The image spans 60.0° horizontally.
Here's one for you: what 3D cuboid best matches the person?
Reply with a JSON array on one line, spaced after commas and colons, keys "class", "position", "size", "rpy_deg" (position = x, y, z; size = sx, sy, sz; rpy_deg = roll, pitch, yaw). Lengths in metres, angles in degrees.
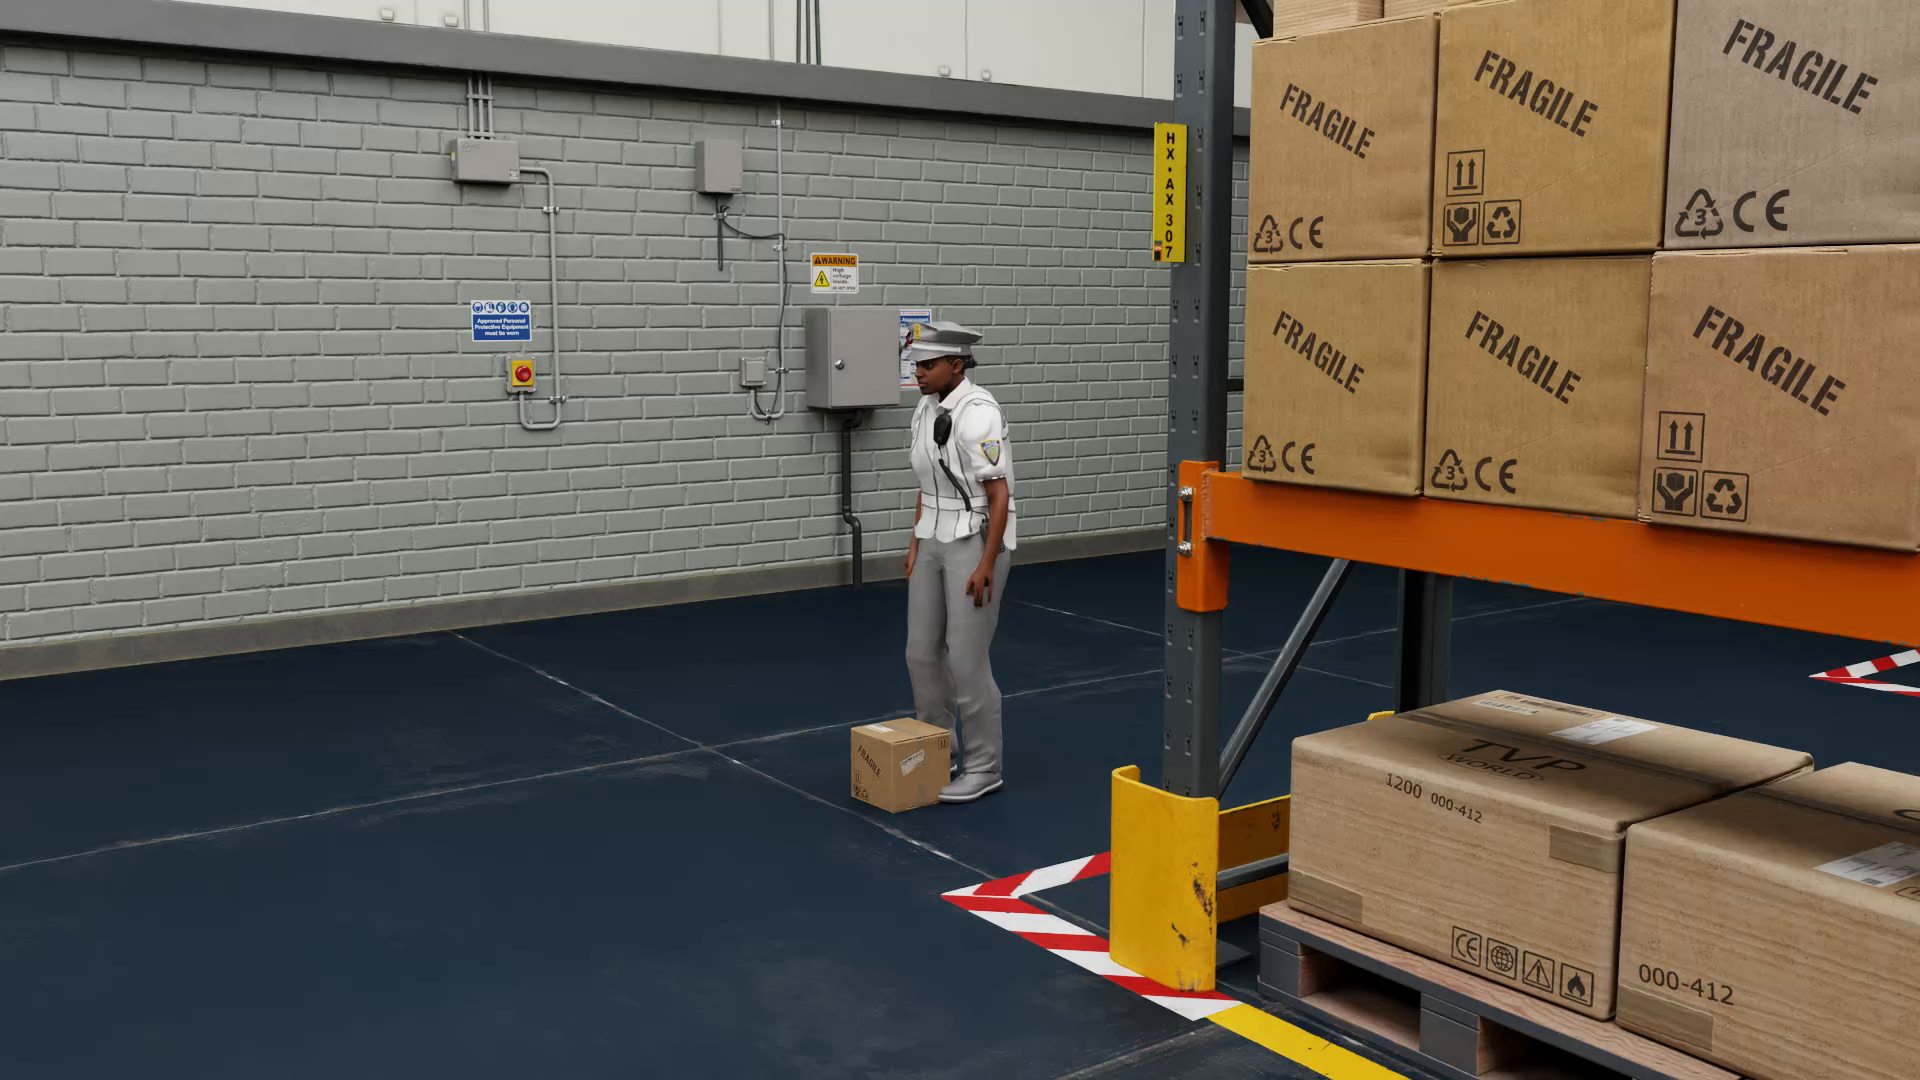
[{"class": "person", "position": [-0.024, 0.064, 5.850], "size": [0.395, 1.658, 0.504], "rpy_deg": [-6, 10, -36]}]
